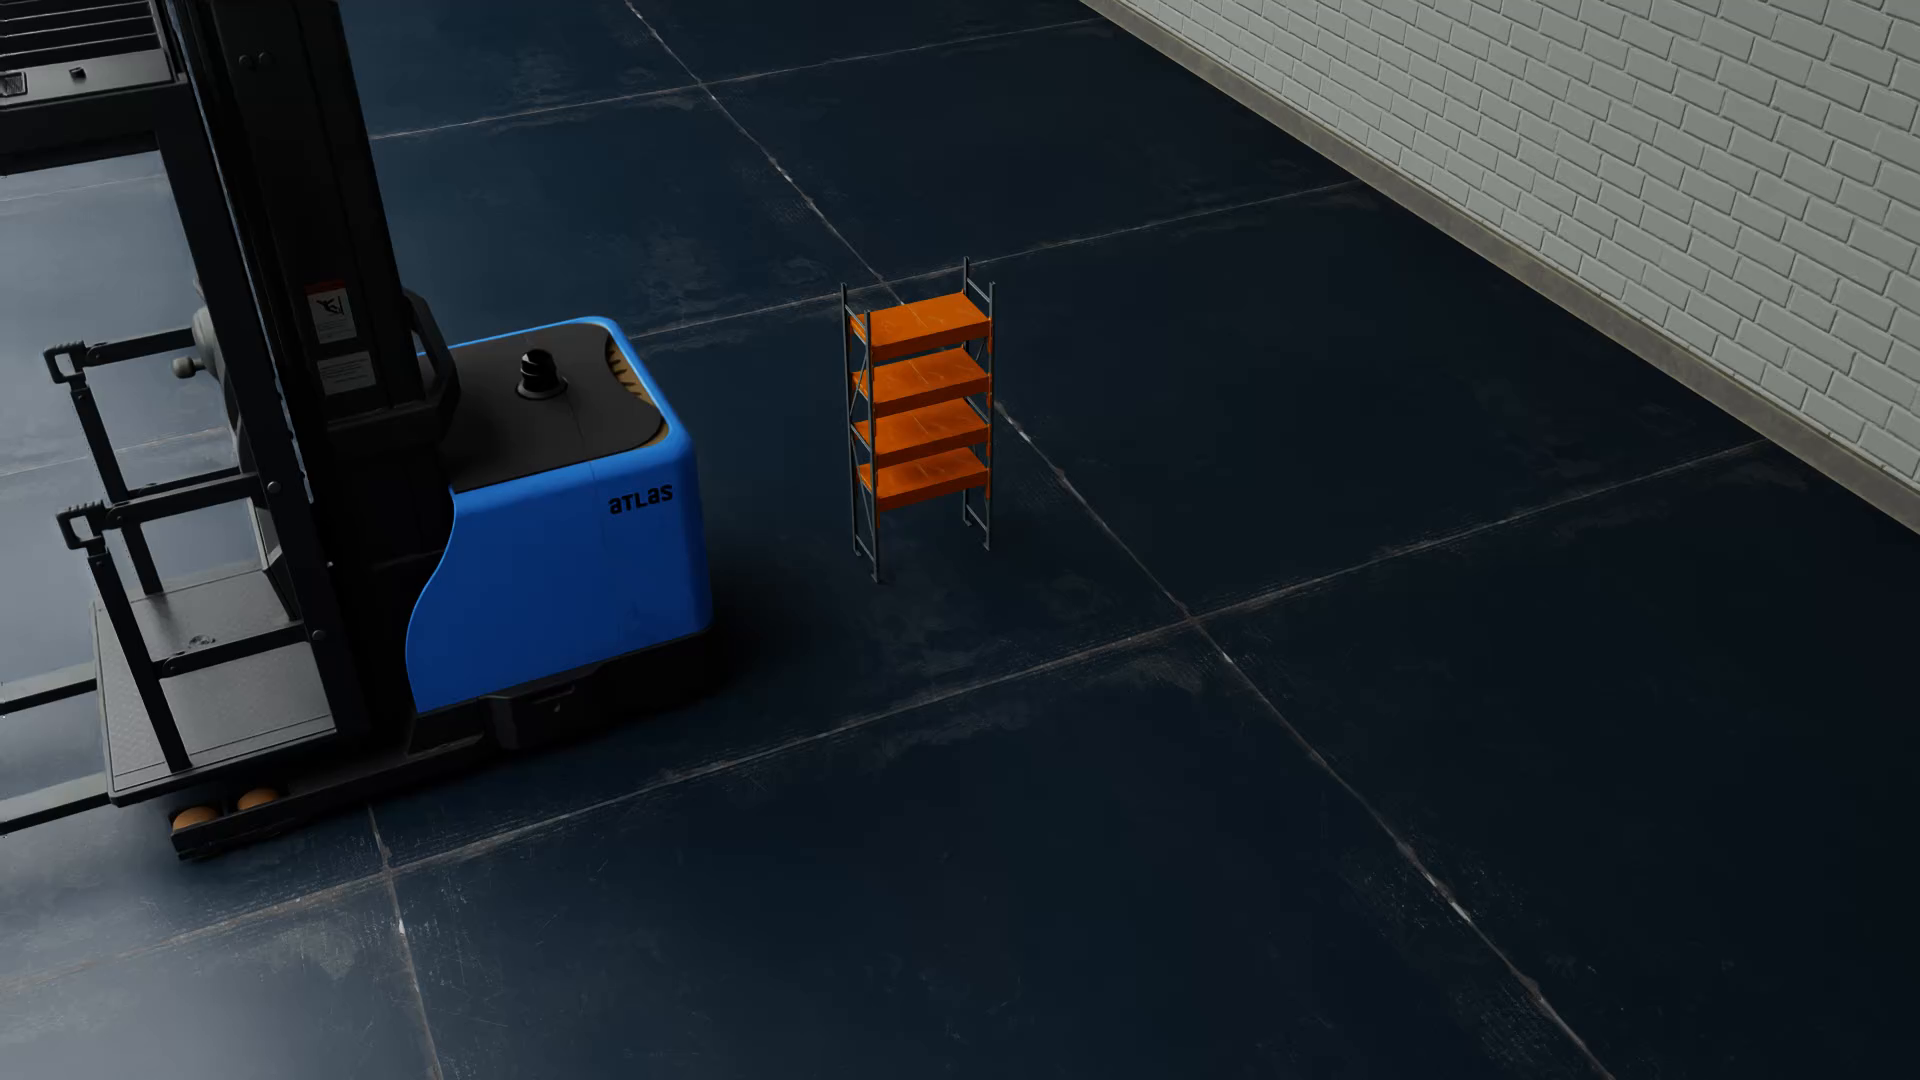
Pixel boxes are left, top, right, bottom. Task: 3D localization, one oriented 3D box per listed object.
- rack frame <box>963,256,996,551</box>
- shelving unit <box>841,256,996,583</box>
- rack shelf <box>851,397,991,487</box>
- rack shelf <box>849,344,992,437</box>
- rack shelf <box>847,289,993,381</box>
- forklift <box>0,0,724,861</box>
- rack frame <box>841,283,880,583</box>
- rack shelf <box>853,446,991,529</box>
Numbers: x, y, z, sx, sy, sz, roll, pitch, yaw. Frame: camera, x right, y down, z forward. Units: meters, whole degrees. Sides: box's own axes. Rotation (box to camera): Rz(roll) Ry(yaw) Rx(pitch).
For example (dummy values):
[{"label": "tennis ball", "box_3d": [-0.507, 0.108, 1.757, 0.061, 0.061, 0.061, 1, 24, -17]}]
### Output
[{"label": "rack frame", "box_3d": [0.071, -0.502, 6.419, 0.015, 1.200, 0.240, -16, 39, -20]}, {"label": "shelving unit", "box_3d": [-0.150, -0.440, 6.336, 0.503, 1.200, 0.258, -16, 39, -20]}, {"label": "rack shelf", "box_3d": [-0.150, -0.386, 6.376, 0.480, 0.148, 0.258, -16, 39, -20]}, {"label": "rack shelf", "box_3d": [-0.150, -0.566, 6.243, 0.480, 0.148, 0.258, -16, 39, -20]}, {"label": "rack shelf", "box_3d": [-0.150, -0.756, 6.102, 0.480, 0.148, 0.258, -16, 39, -20]}, {"label": "forklift", "box_3d": [-2.410, -0.512, 4.980, 3.031, 2.935, 1.130, -16, 39, -20]}, {"label": "rack frame", "box_3d": [-0.371, -0.378, 6.253, 0.015, 1.200, 0.240, -16, 39, -20]}, {"label": "rack shelf", "box_3d": [-0.150, -0.226, 6.494, 0.480, 0.148, 0.258, -16, 39, -20]}]
